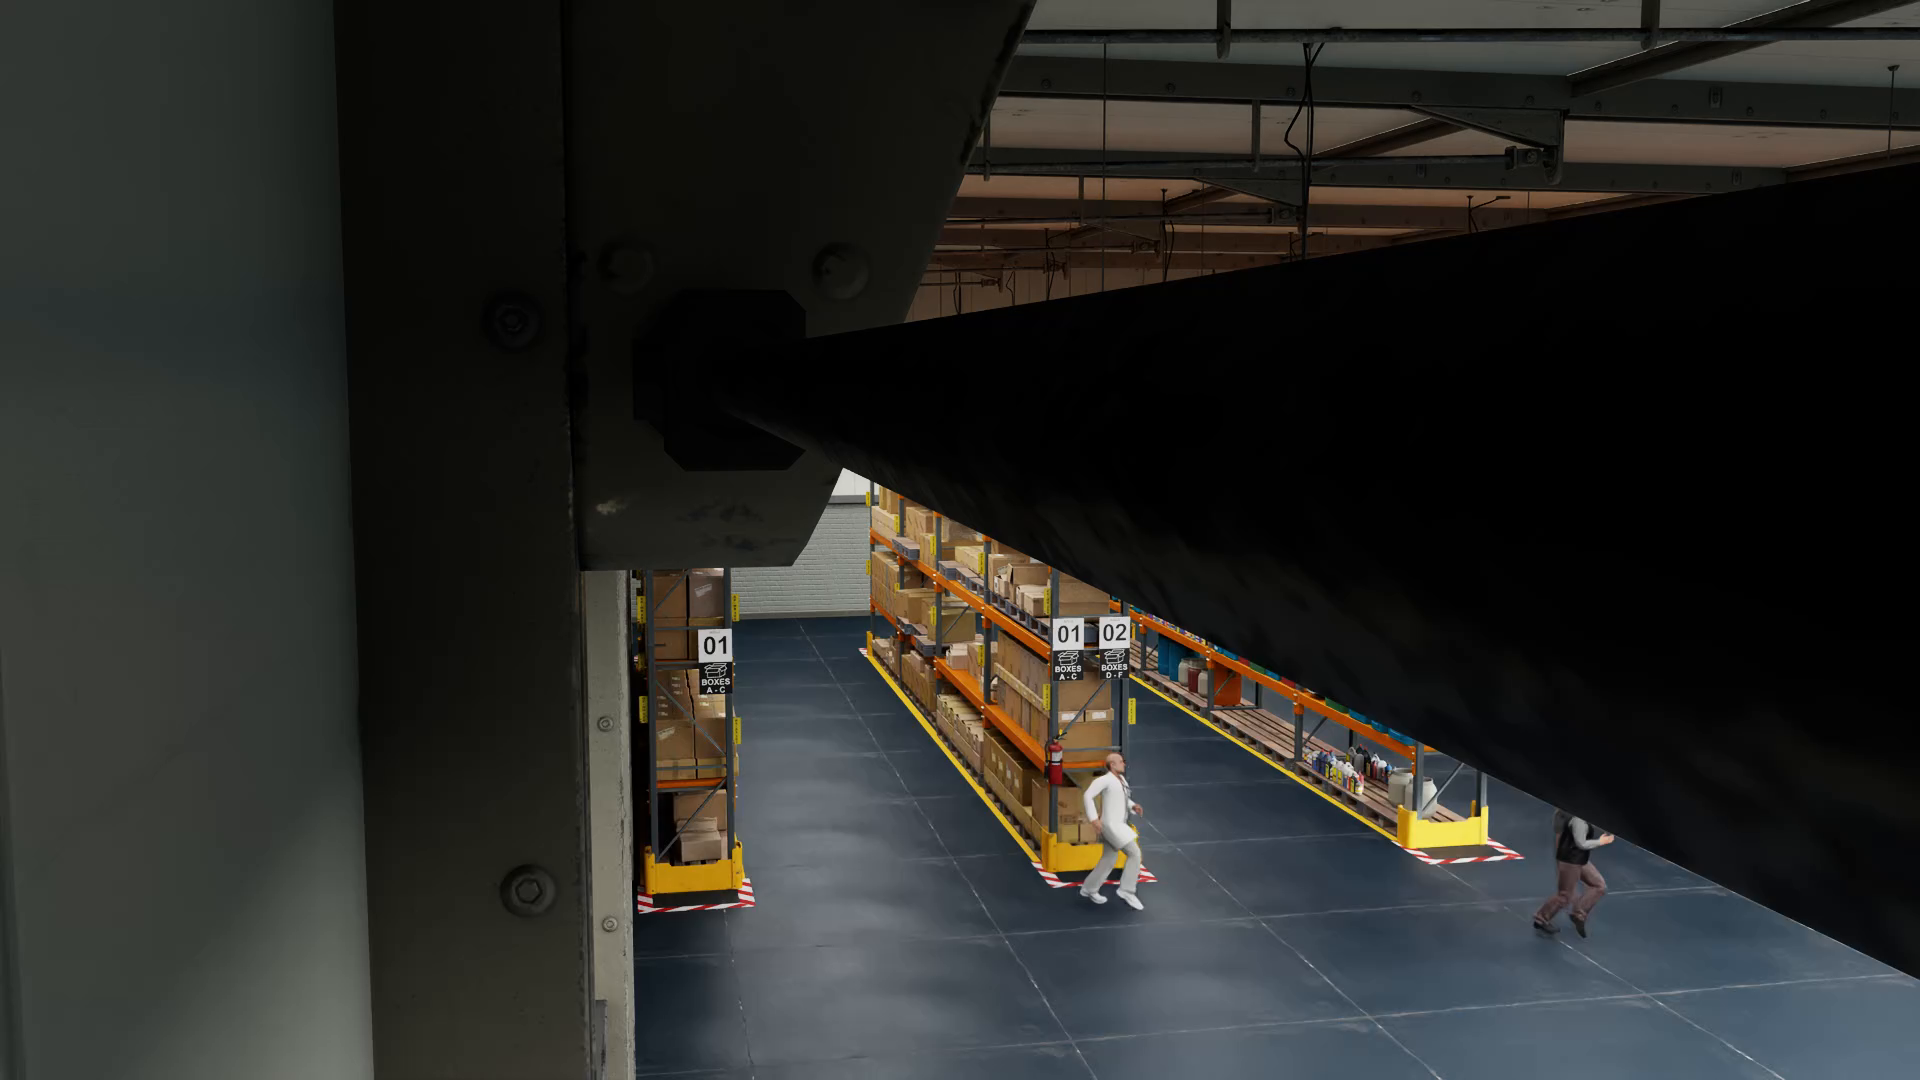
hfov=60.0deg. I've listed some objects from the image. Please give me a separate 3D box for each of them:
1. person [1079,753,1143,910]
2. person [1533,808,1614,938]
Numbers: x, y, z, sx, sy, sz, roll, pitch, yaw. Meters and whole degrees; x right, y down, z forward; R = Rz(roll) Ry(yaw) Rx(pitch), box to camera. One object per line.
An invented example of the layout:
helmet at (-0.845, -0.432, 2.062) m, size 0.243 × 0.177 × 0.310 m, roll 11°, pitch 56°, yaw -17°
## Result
person at (1.832, 3.404, 19.634) m, size 0.791 × 1.760 × 0.686 m, roll 2°, pitch 6°, yaw 18°
person at (6.781, 3.562, 18.363) m, size 0.807 × 1.711 × 0.682 m, roll 2°, pitch 6°, yaw 20°
